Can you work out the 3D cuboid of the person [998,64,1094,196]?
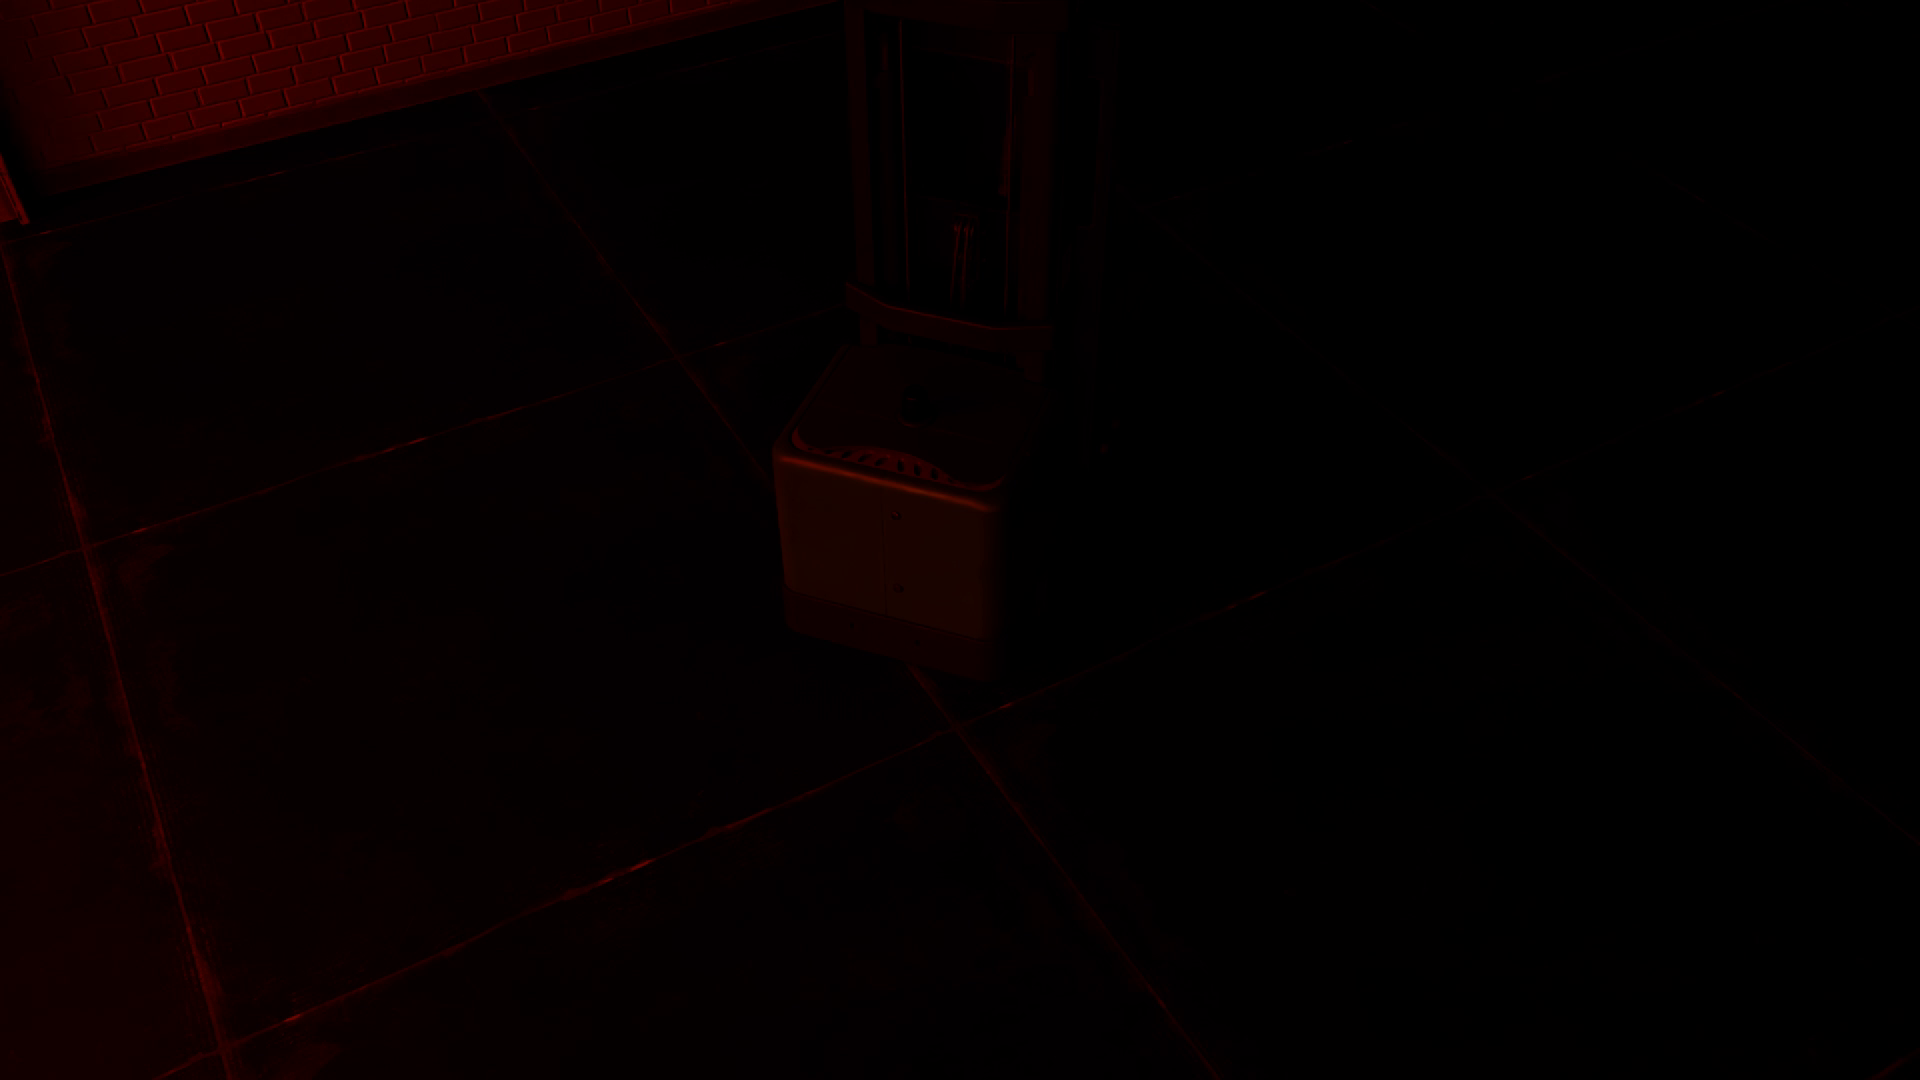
[{"bbox_3d":[0.502,-2.800,9.688,0.608,1.618,0.568,22,47,22],"label":"person"}]

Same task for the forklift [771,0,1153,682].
[{"bbox_3d":[0.196,-1.486,7.300,1.130,2.935,3.031,14,45,14],"label":"forklift"}]
